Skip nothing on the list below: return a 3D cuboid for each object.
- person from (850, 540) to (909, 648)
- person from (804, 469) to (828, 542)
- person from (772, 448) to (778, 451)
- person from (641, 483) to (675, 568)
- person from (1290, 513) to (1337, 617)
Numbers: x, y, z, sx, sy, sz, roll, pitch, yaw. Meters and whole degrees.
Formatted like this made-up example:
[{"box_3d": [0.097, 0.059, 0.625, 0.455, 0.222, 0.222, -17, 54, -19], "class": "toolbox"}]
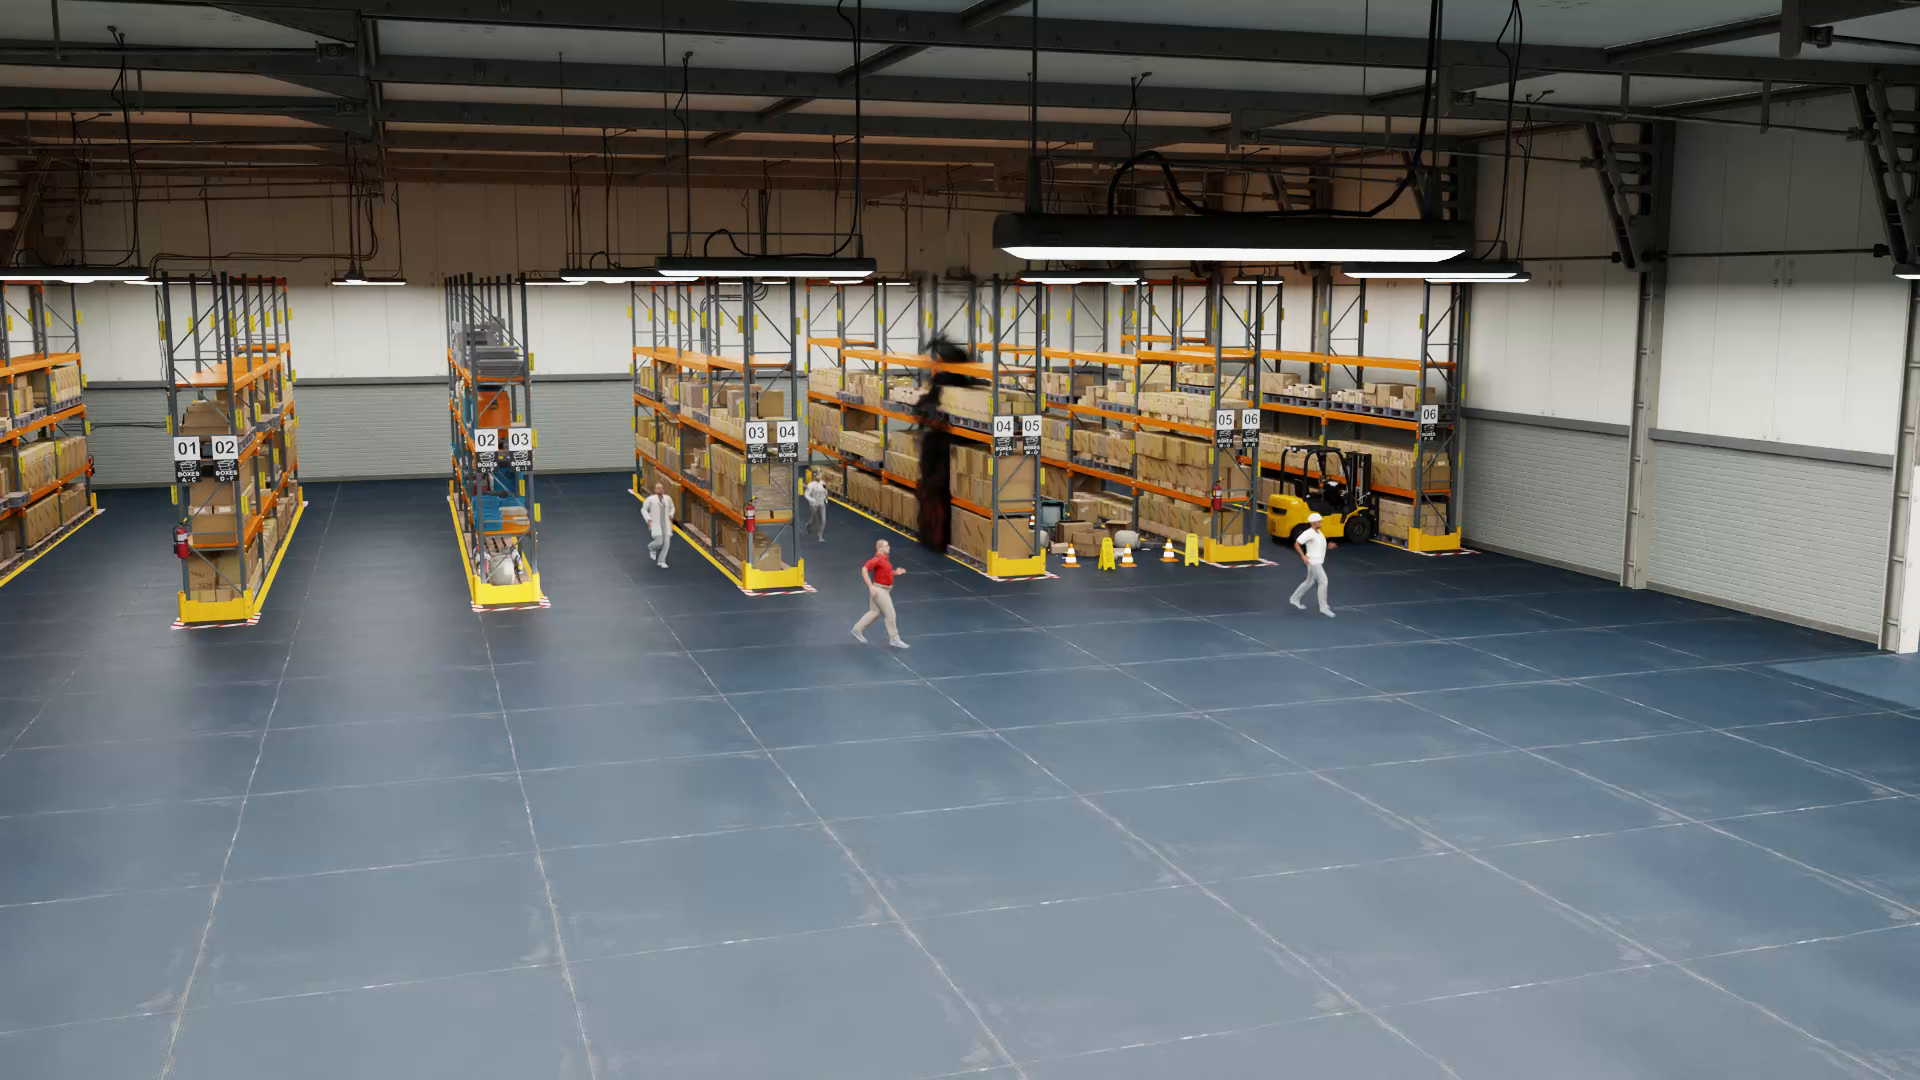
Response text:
[{"box_3d": [-1.292, 0.856, 26.565, 0.969, 1.741, 0.652, 1, 9, 4], "class": "person"}, {"box_3d": [-3.279, -0.805, 37.945, 0.607, 1.663, 0.769, -5, 10, -30], "class": "person"}, {"box_3d": [-5.423, -2.467, 48.833, 0.788, 1.760, 0.764, 5, 10, 32], "class": "person"}, {"box_3d": [-6.220, -0.310, 34.458, 0.709, 1.737, 0.640, -5, 10, -30], "class": "person"}, {"box_3d": [6.244, 0.425, 29.308, 0.879, 1.803, 0.682, 4, 10, 25], "class": "person"}]
